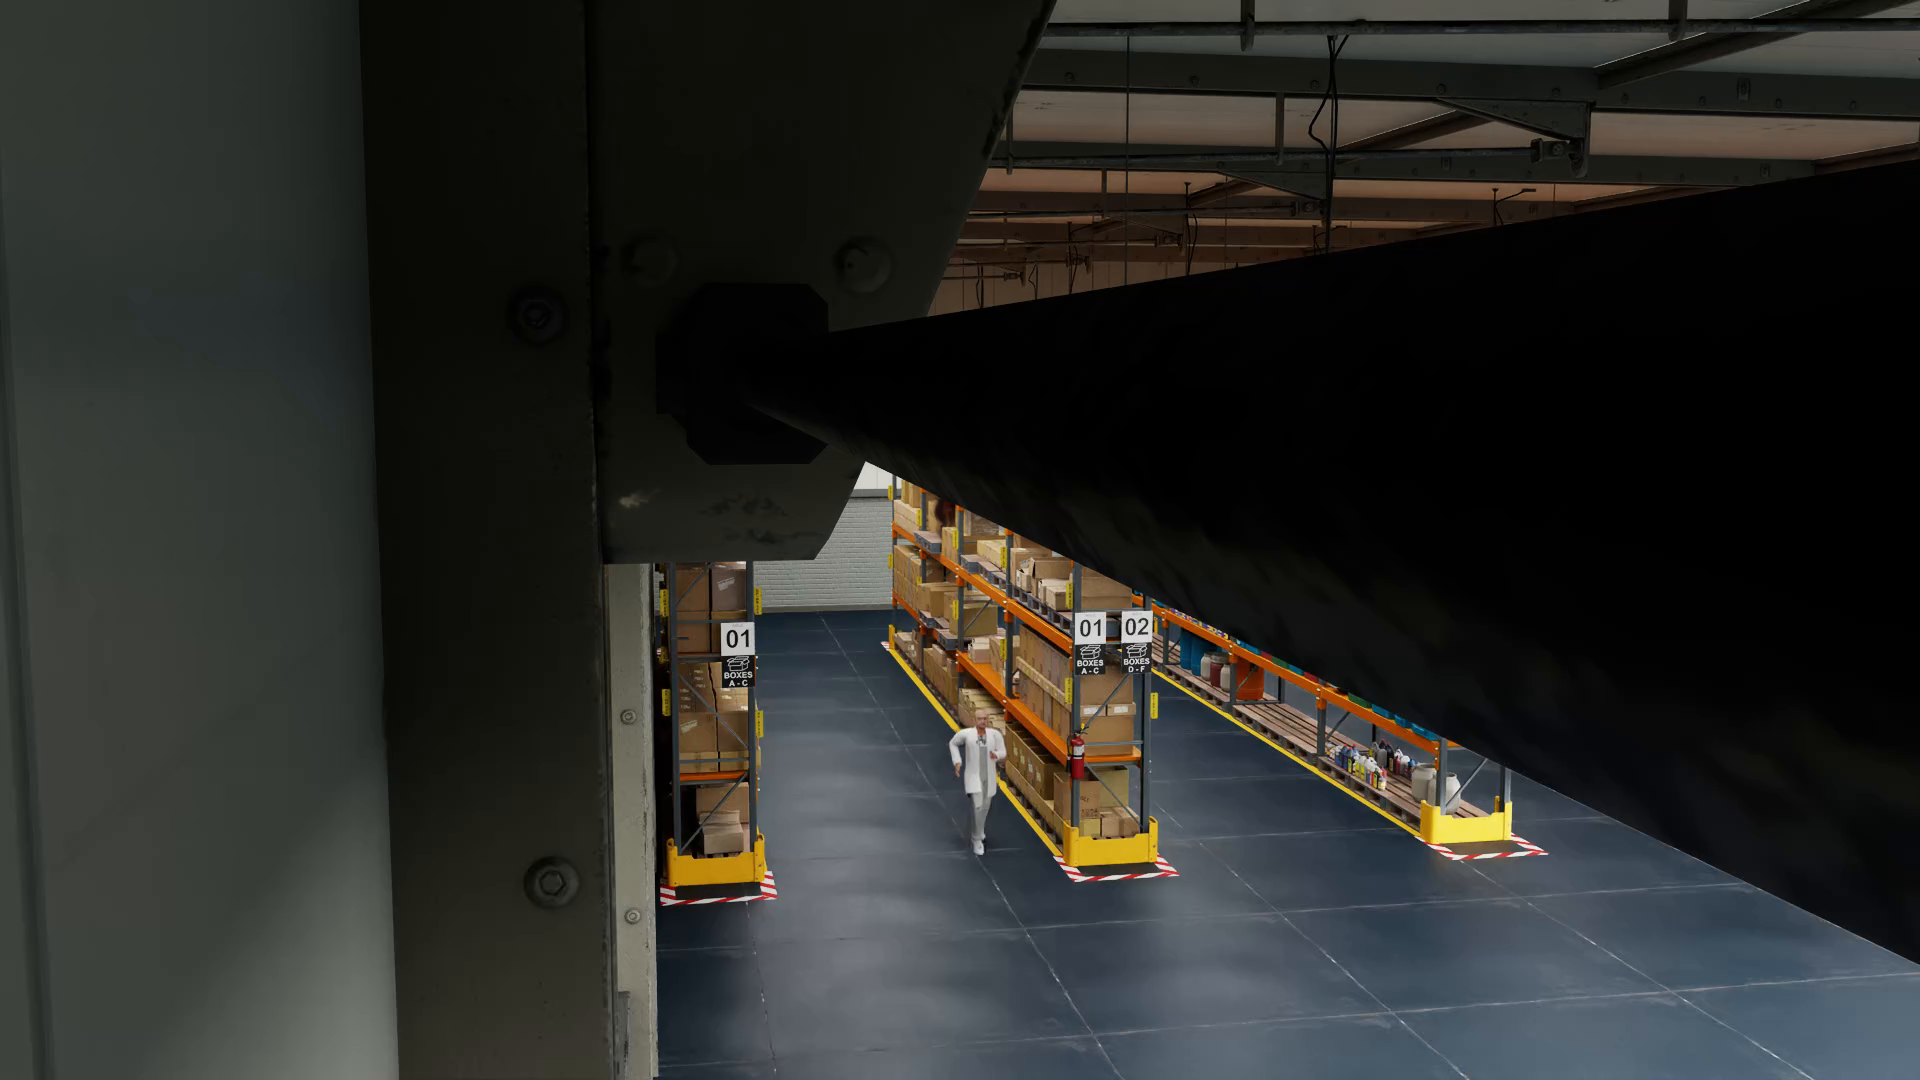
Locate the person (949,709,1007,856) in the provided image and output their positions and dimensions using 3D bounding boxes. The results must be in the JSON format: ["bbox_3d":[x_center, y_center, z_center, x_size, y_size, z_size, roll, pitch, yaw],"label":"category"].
[{"bbox_3d":[0.255,3.114,21.614,0.673,1.849,0.857,-2,7,-18],"label":"person"}]
